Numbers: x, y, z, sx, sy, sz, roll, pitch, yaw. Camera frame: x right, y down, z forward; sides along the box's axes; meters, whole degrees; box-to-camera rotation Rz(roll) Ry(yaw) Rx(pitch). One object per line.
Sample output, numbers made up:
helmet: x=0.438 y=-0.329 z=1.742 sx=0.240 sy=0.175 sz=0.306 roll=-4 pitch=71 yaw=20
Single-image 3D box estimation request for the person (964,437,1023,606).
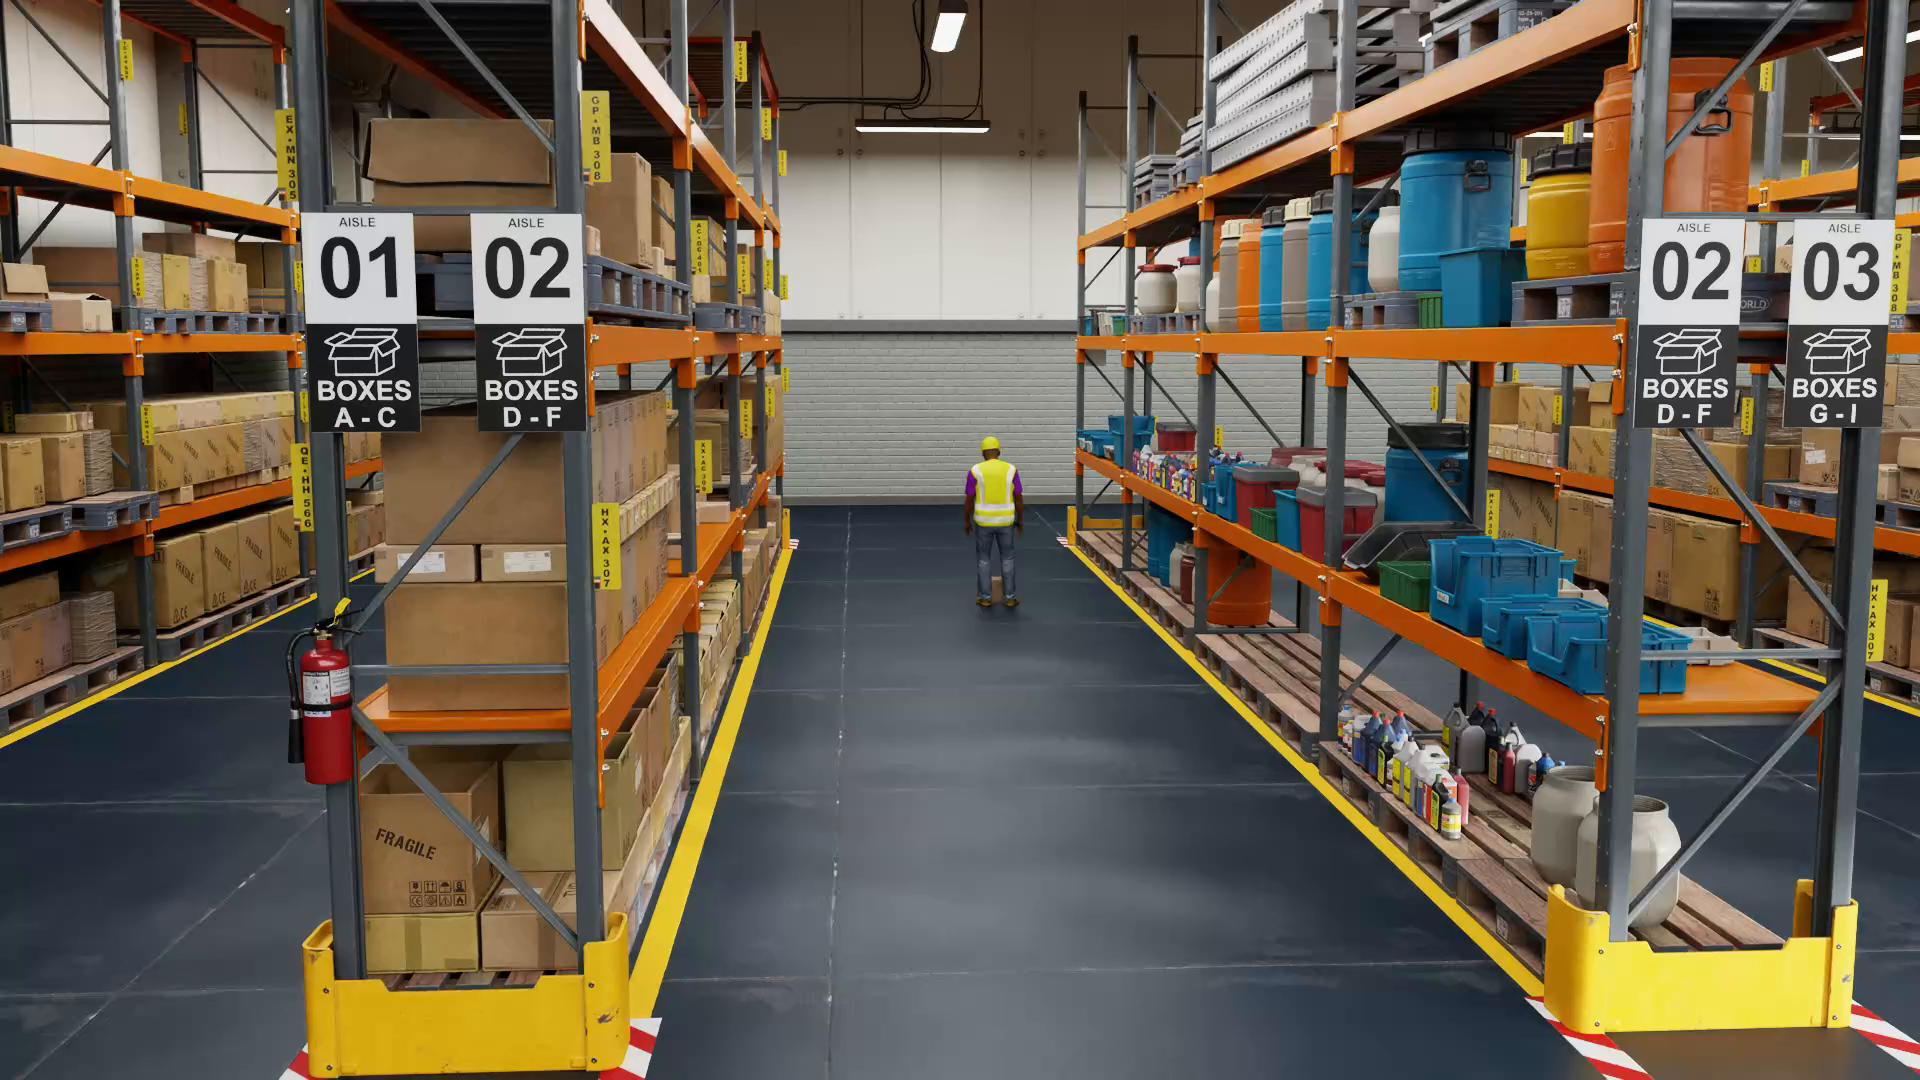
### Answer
person: x=0.347 y=-0.190 z=17.282 sx=0.623 sy=1.755 sz=0.462 roll=-1 pitch=7 yaw=-6
